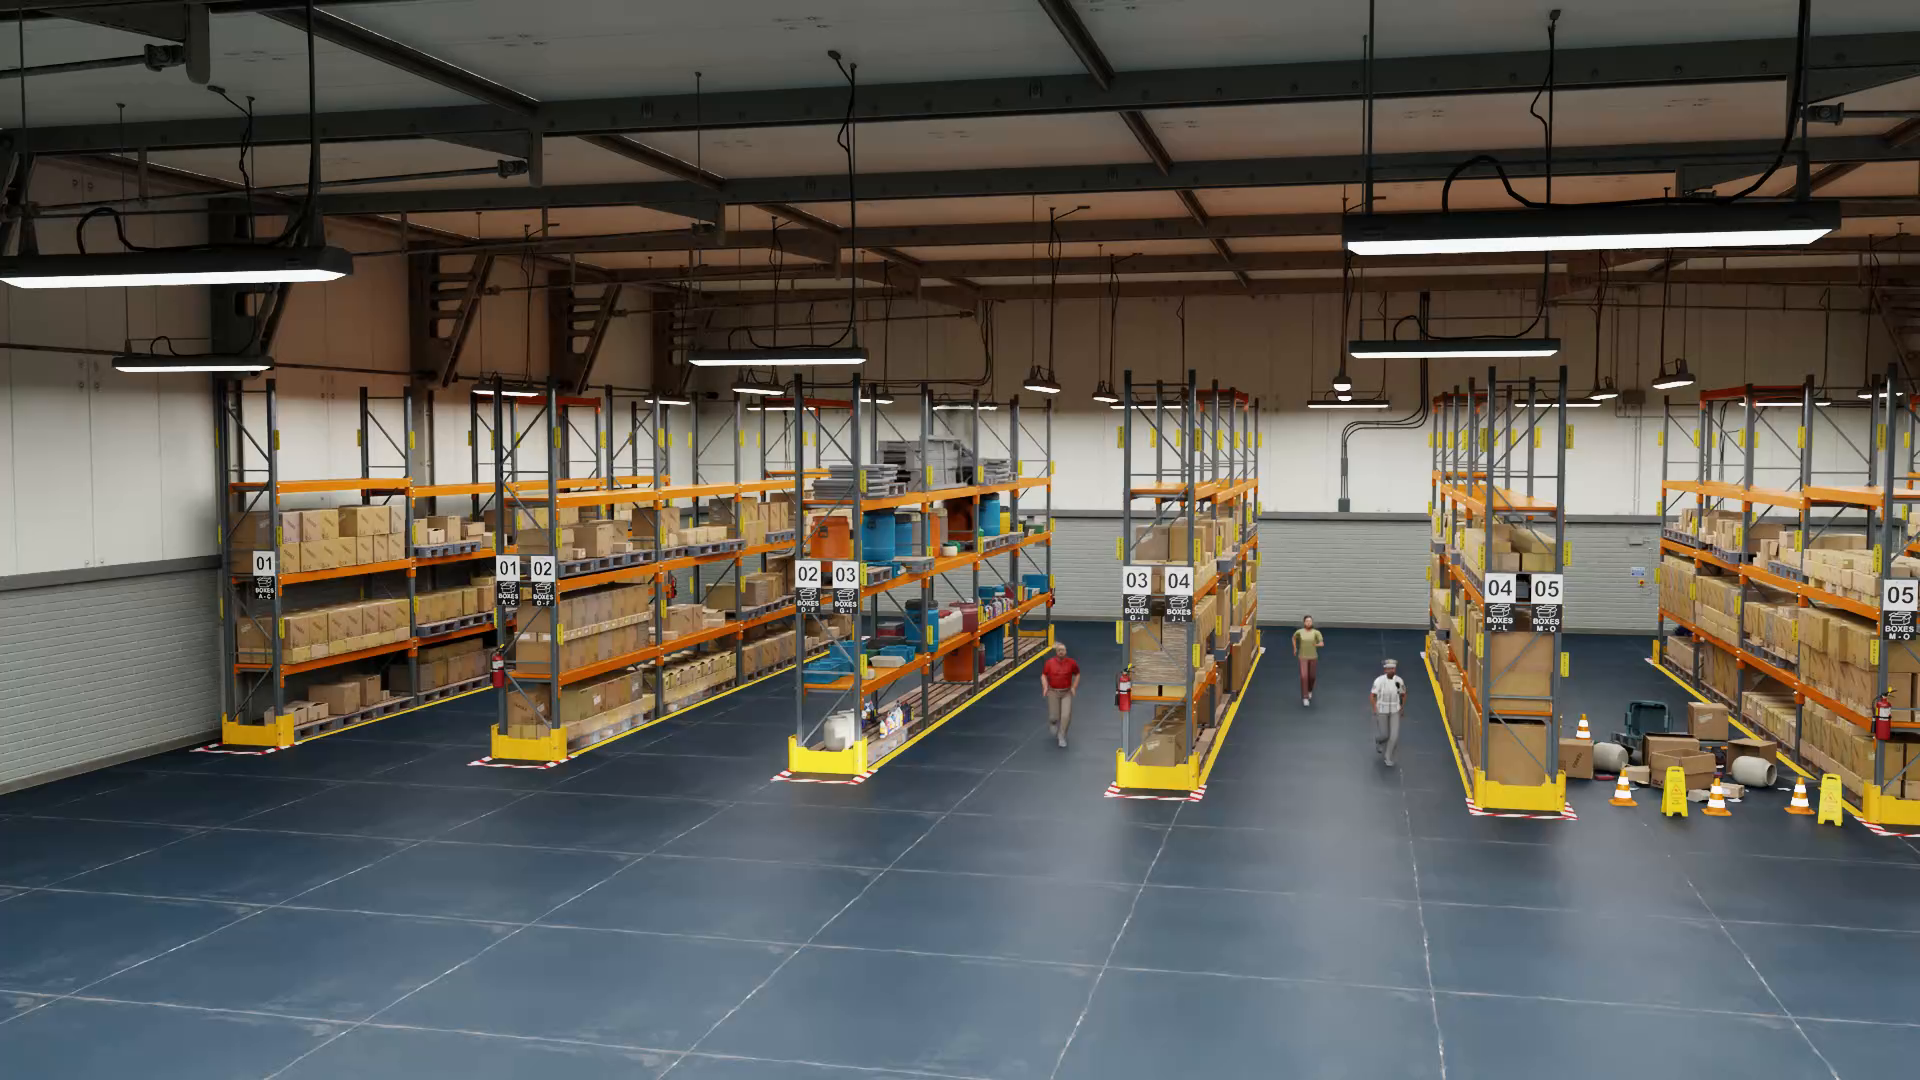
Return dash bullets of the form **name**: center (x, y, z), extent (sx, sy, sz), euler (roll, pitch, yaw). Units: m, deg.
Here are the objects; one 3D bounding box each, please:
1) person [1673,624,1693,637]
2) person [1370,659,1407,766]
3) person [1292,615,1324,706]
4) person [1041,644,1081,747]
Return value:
- **person**: center (16.697, 1.875, 38.363), extent (0.888, 1.617, 0.764), euler (3, 4, 37)
- **person**: center (6.629, 2.643, 25.752), extent (0.558, 1.649, 0.592), euler (0, 3, 3)
- **person**: center (6.592, 2.250, 31.492), extent (0.571, 1.657, 0.968), euler (0, 3, 6)
- **person**: center (1.663, 2.528, 27.391), extent (0.650, 1.680, 0.652), euler (0, 3, 1)
